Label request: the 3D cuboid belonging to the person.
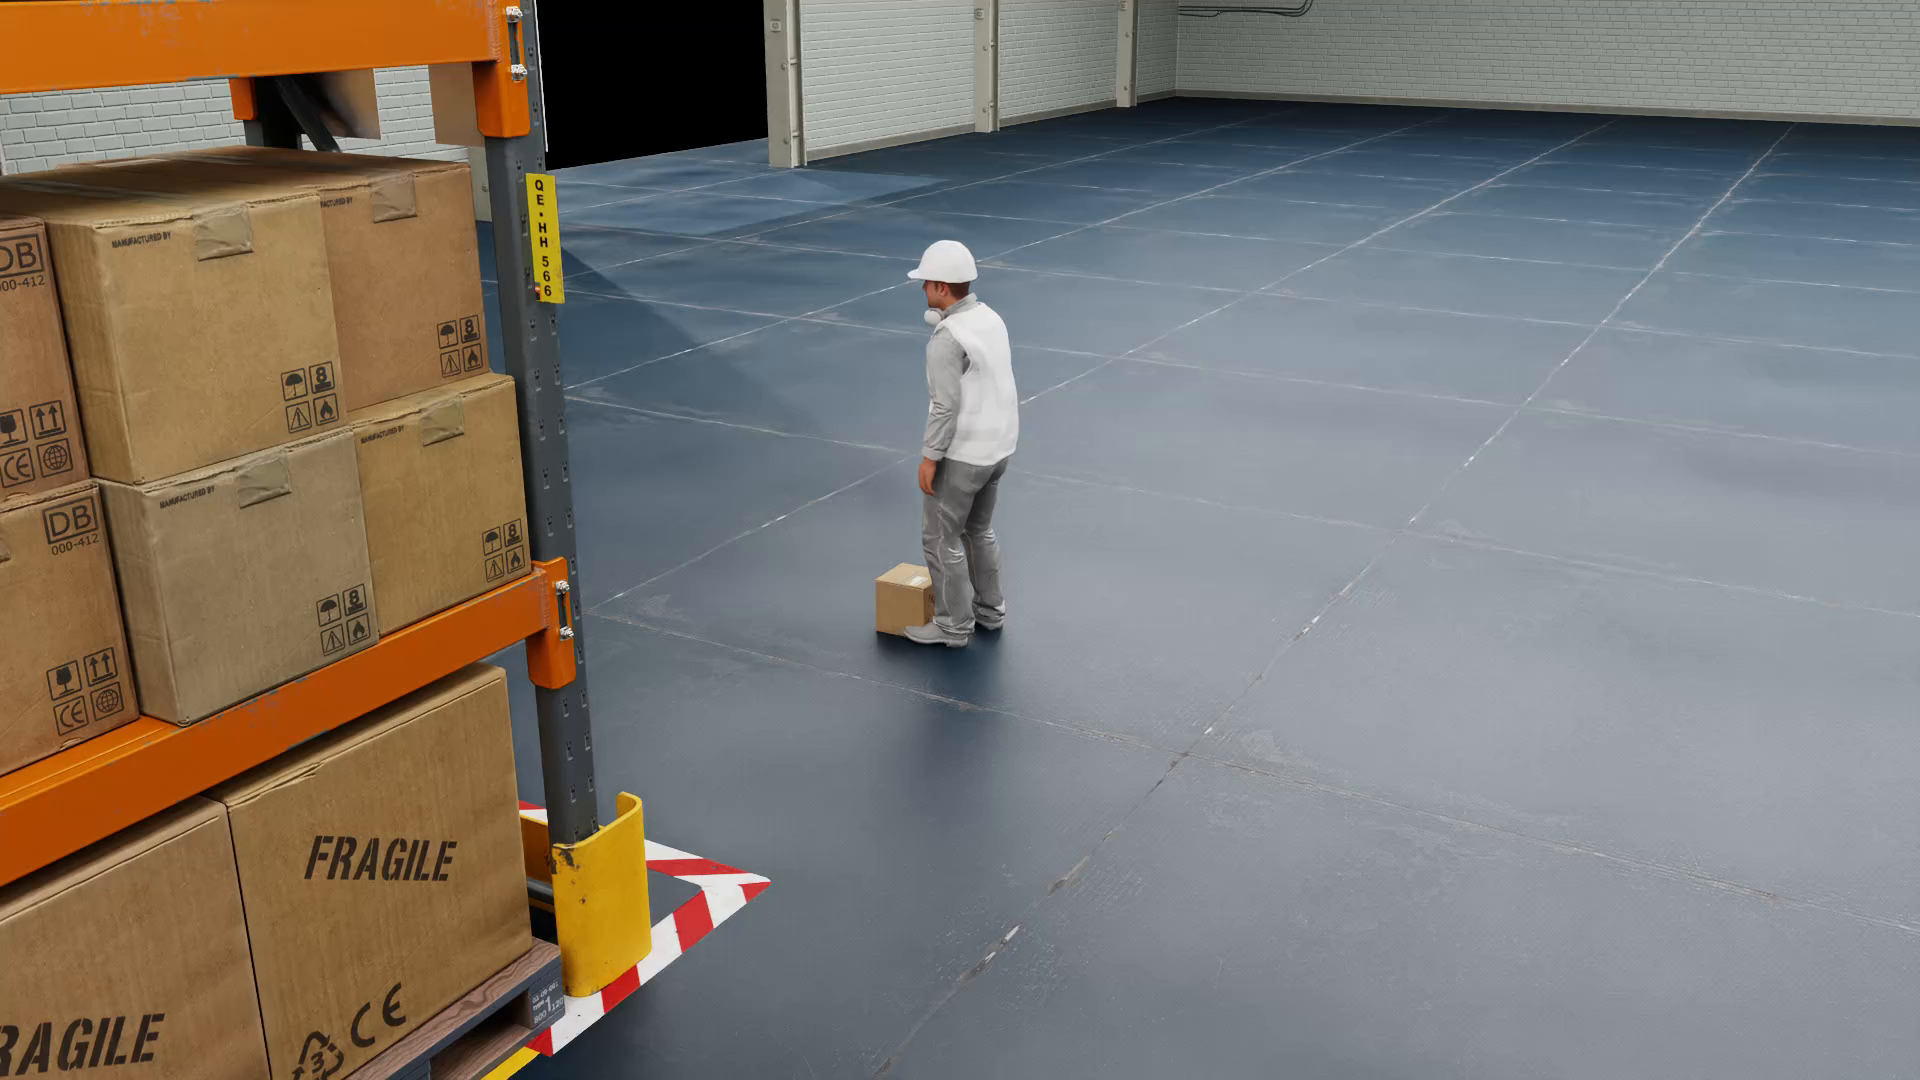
[{"bbox_3d":[0.007,-0.400,7.168,0.465,1.772,0.590,10,21,25],"label":"person"}]
